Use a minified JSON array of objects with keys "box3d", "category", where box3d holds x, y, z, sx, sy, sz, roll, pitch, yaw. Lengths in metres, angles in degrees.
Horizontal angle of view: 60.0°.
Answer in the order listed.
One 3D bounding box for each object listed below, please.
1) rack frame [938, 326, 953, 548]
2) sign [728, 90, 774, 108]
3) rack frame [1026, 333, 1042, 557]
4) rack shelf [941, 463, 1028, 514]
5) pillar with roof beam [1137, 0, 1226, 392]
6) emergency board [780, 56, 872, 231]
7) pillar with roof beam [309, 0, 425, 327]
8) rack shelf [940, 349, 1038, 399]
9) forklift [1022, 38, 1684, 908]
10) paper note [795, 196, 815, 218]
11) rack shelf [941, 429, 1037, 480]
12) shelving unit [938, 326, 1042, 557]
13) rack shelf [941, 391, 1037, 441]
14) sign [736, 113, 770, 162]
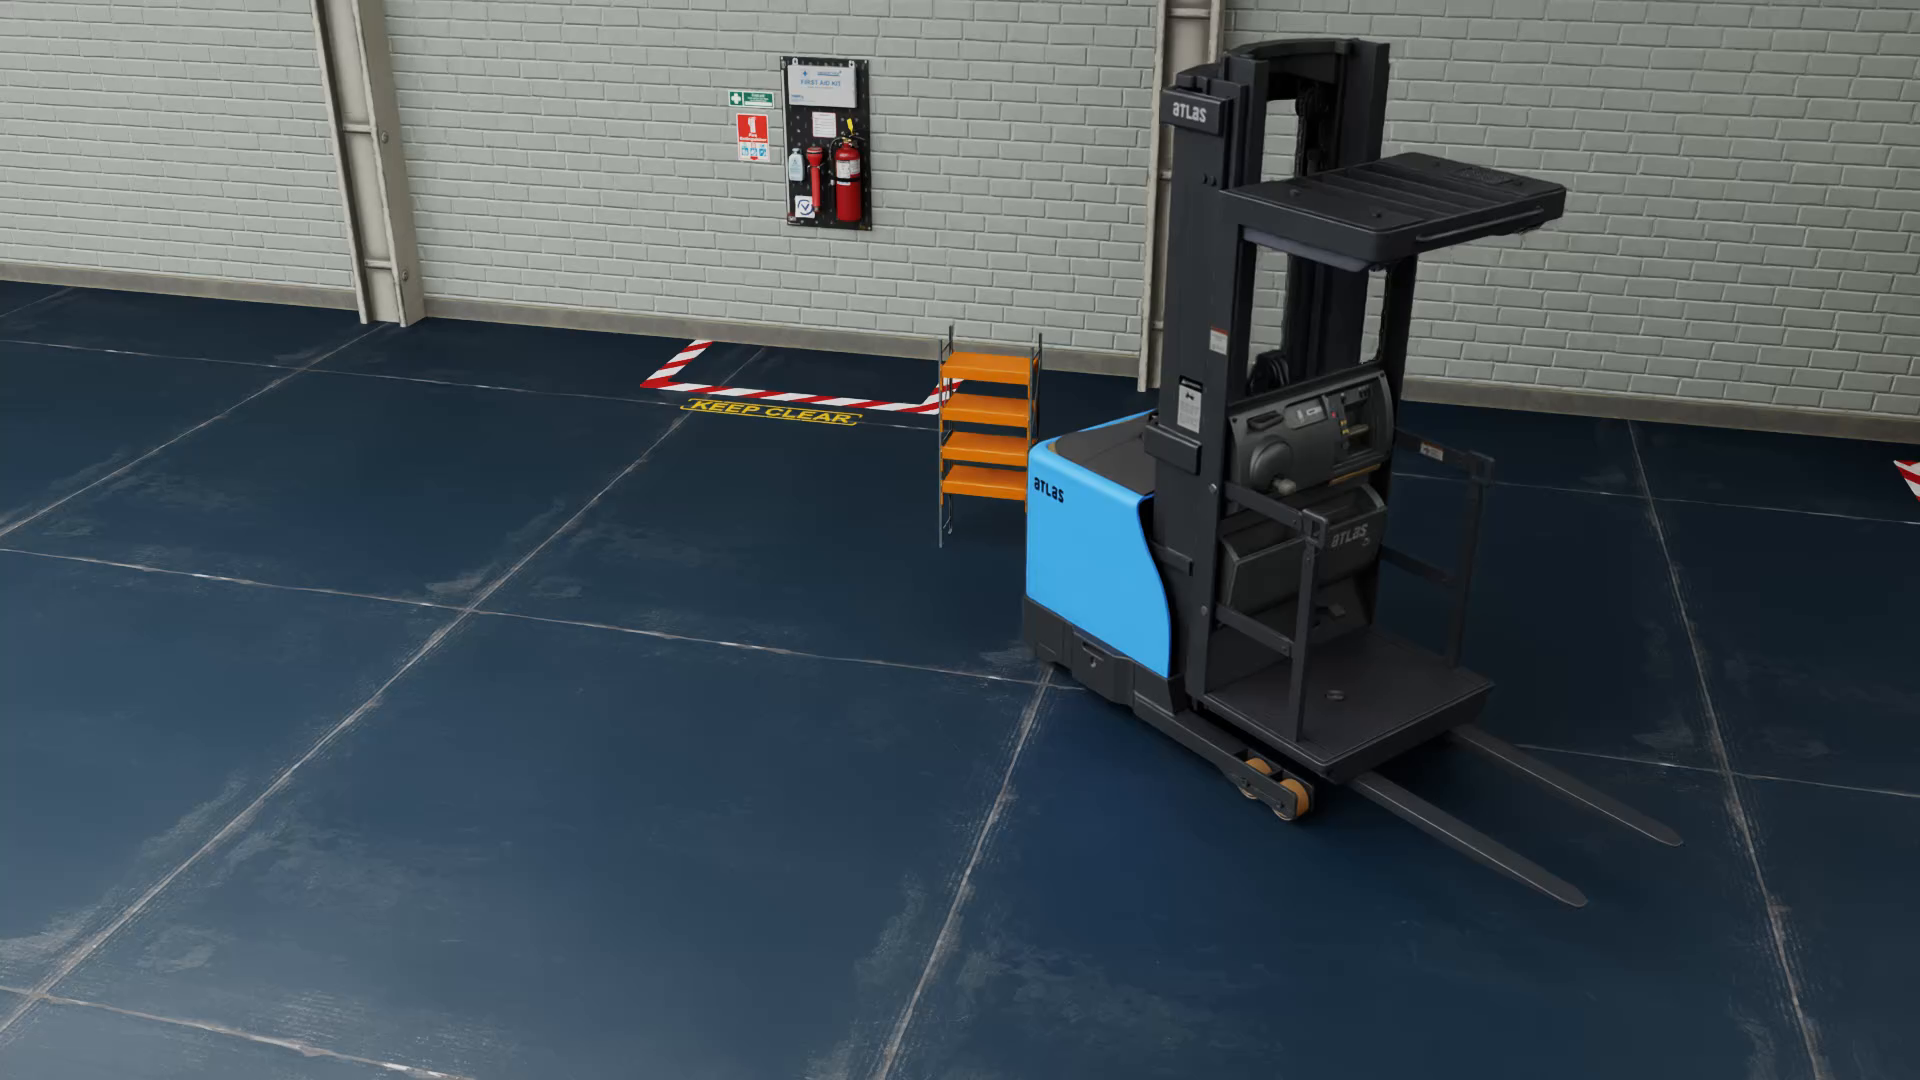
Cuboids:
[{"box3d":[-0.076,-0.550,9.010,0.015,1.200,0.240,6,26,13],"category":"rack frame"},{"box3d":[-1.446,-3.051,11.510,0.331,0.109,0.001,6,26,13],"category":"sign"},{"box3d":[0.397,-0.498,8.900,0.015,1.200,0.240,6,26,13],"category":"rack frame"},{"box3d":[0.160,-0.284,9.069,0.480,0.148,0.258,6,26,13],"category":"rack shelf"},{"box3d":[0.373,-3.333,5.783,0.400,9.000,9.100,6,26,13],"category":"pillar with roof beam"},{"box3d":[-0.938,-2.697,11.426,0.643,1.169,0.194,6,26,13],"category":"emergency board"},{"box3d":[-5.438,-3.976,7.132,0.400,9.000,9.100,6,26,13],"category":"pillar with roof beam"},{"box3d":[0.160,-0.879,8.786,0.480,0.148,0.258,6,26,13],"category":"rack shelf"},{"box3d":[1.584,-0.412,6.705,1.130,2.935,3.031,-18,31,-33],"category":"forklift"},{"box3d":[-1.093,-2.347,11.715,0.142,0.148,0.016,6,26,13],"category":"paper note"},{"box3d":[0.160,-0.463,8.984,0.480,0.148,0.258,6,26,13],"category":"rack shelf"},{"box3d":[0.160,-0.524,8.955,0.503,1.200,0.258,6,26,13],"category":"shelving unit"},{"box3d":[0.160,-0.665,8.888,0.480,0.148,0.258,6,26,13],"category":"rack shelf"},{"box3d":[-1.448,-2.815,11.633,0.234,0.329,0.001,6,26,13],"category":"sign"}]
